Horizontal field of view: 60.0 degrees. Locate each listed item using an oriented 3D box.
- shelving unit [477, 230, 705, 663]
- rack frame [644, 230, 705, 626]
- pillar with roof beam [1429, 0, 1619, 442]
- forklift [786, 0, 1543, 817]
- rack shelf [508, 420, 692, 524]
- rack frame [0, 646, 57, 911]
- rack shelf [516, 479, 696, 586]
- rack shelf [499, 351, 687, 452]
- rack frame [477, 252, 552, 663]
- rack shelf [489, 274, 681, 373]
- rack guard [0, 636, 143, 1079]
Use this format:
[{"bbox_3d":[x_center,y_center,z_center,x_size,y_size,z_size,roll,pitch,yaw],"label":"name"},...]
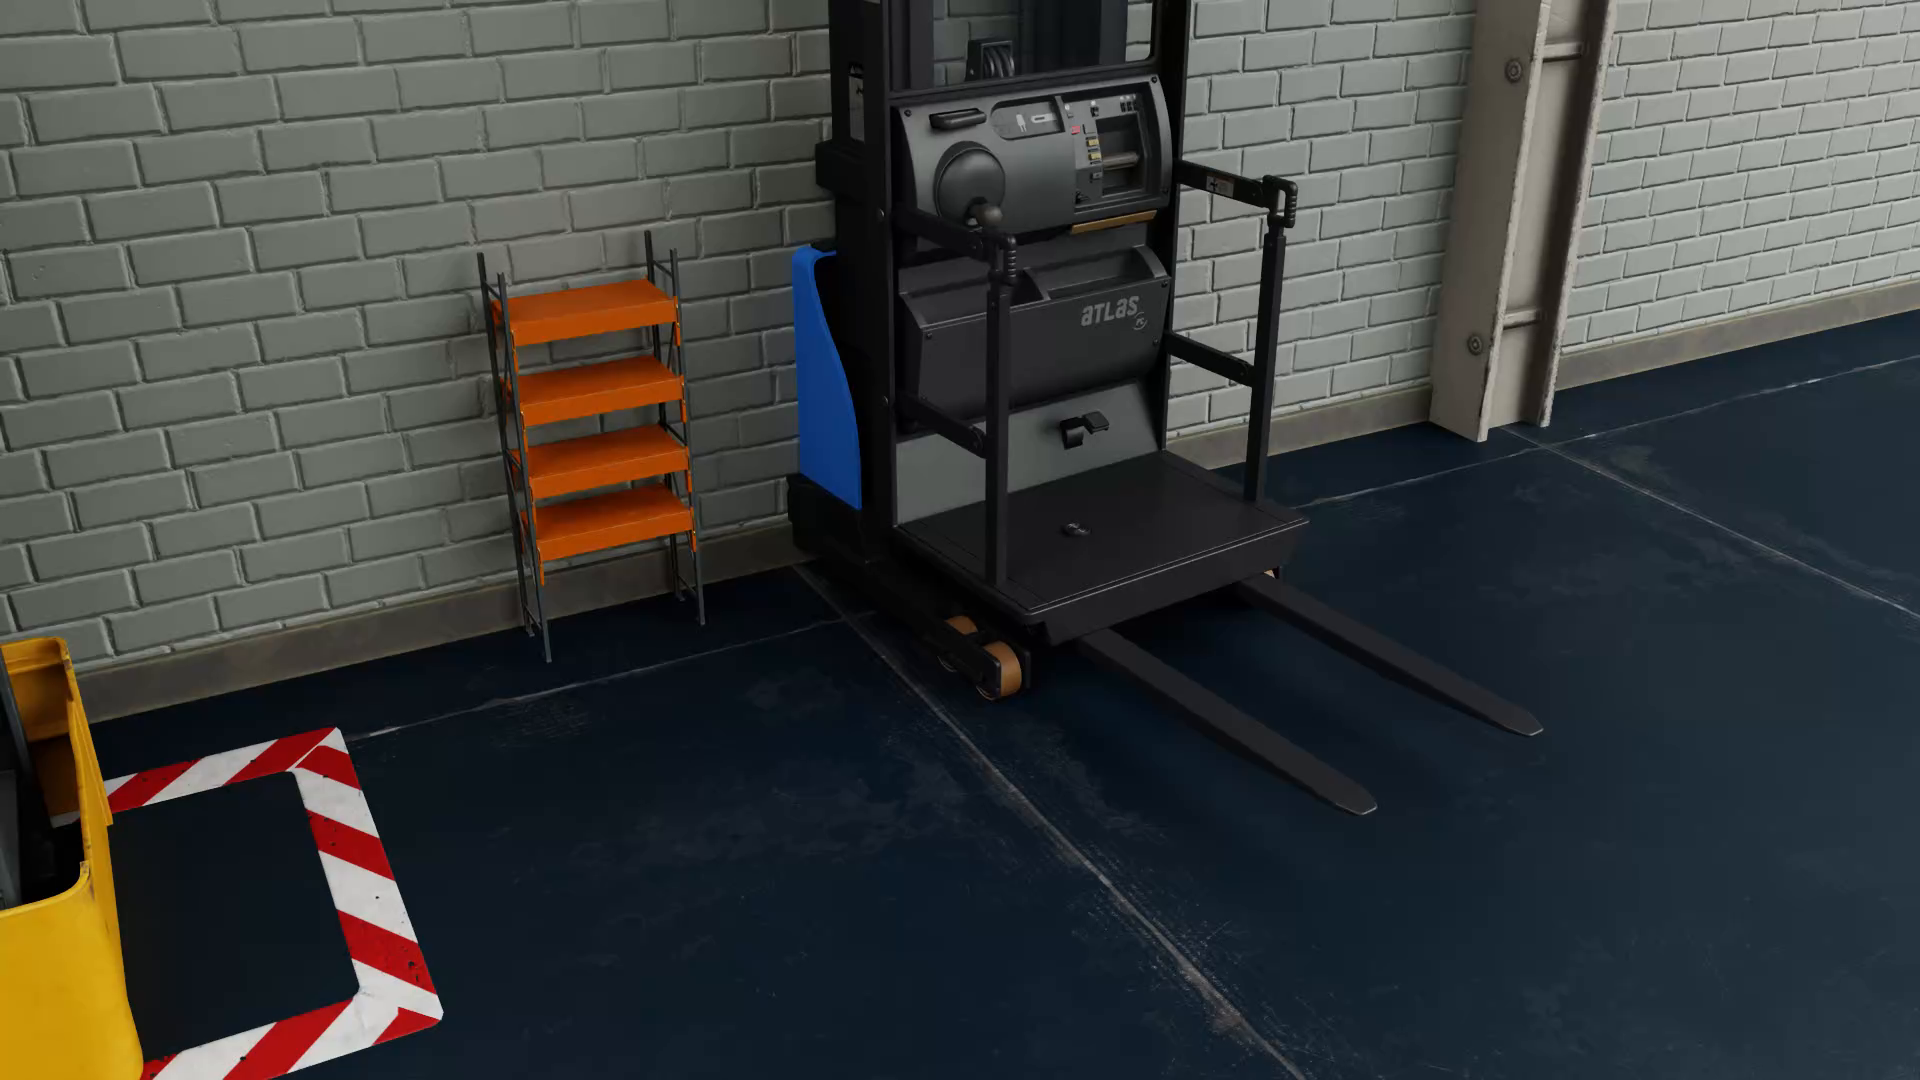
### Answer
[{"bbox_3d":[-1.074,-0.269,4.924,0.503,1.200,0.258,-13,29,-26],"label":"shelving unit"},{"bbox_3d":[-0.860,-0.320,5.029,0.015,1.200,0.240,-13,29,-26],"label":"rack frame"},{"bbox_3d":[4.164,-2.896,1.385,0.400,9.000,9.100,-13,29,-25],"label":"pillar with roof beam"},{"bbox_3d":[0.356,-1.097,4.648,1.130,2.935,3.031,-17,30,-31],"label":"forklift"},{"bbox_3d":[-1.074,-0.208,4.953,0.480,0.148,0.258,-13,29,-26],"label":"rack shelf"},{"bbox_3d":[-2.117,-0.411,3.141,0.127,3.000,1.000,-13,29,-25],"label":"rack frame"},{"bbox_3d":[-1.074,-0.029,5.039,0.480,0.148,0.258,-13,29,-26],"label":"rack shelf"},{"bbox_3d":[-1.074,-0.410,4.856,0.480,0.148,0.258,-13,29,-26],"label":"rack shelf"},{"bbox_3d":[-1.288,-0.218,4.818,0.015,1.200,0.240,-13,29,-26],"label":"rack frame"},{"bbox_3d":[-1.074,-0.623,4.754,0.480,0.148,0.258,-13,29,-26],"label":"rack shelf"},{"bbox_3d":[-2.096,0.711,3.692,0.348,0.500,1.175,-13,29,-25],"label":"rack guard"}]
